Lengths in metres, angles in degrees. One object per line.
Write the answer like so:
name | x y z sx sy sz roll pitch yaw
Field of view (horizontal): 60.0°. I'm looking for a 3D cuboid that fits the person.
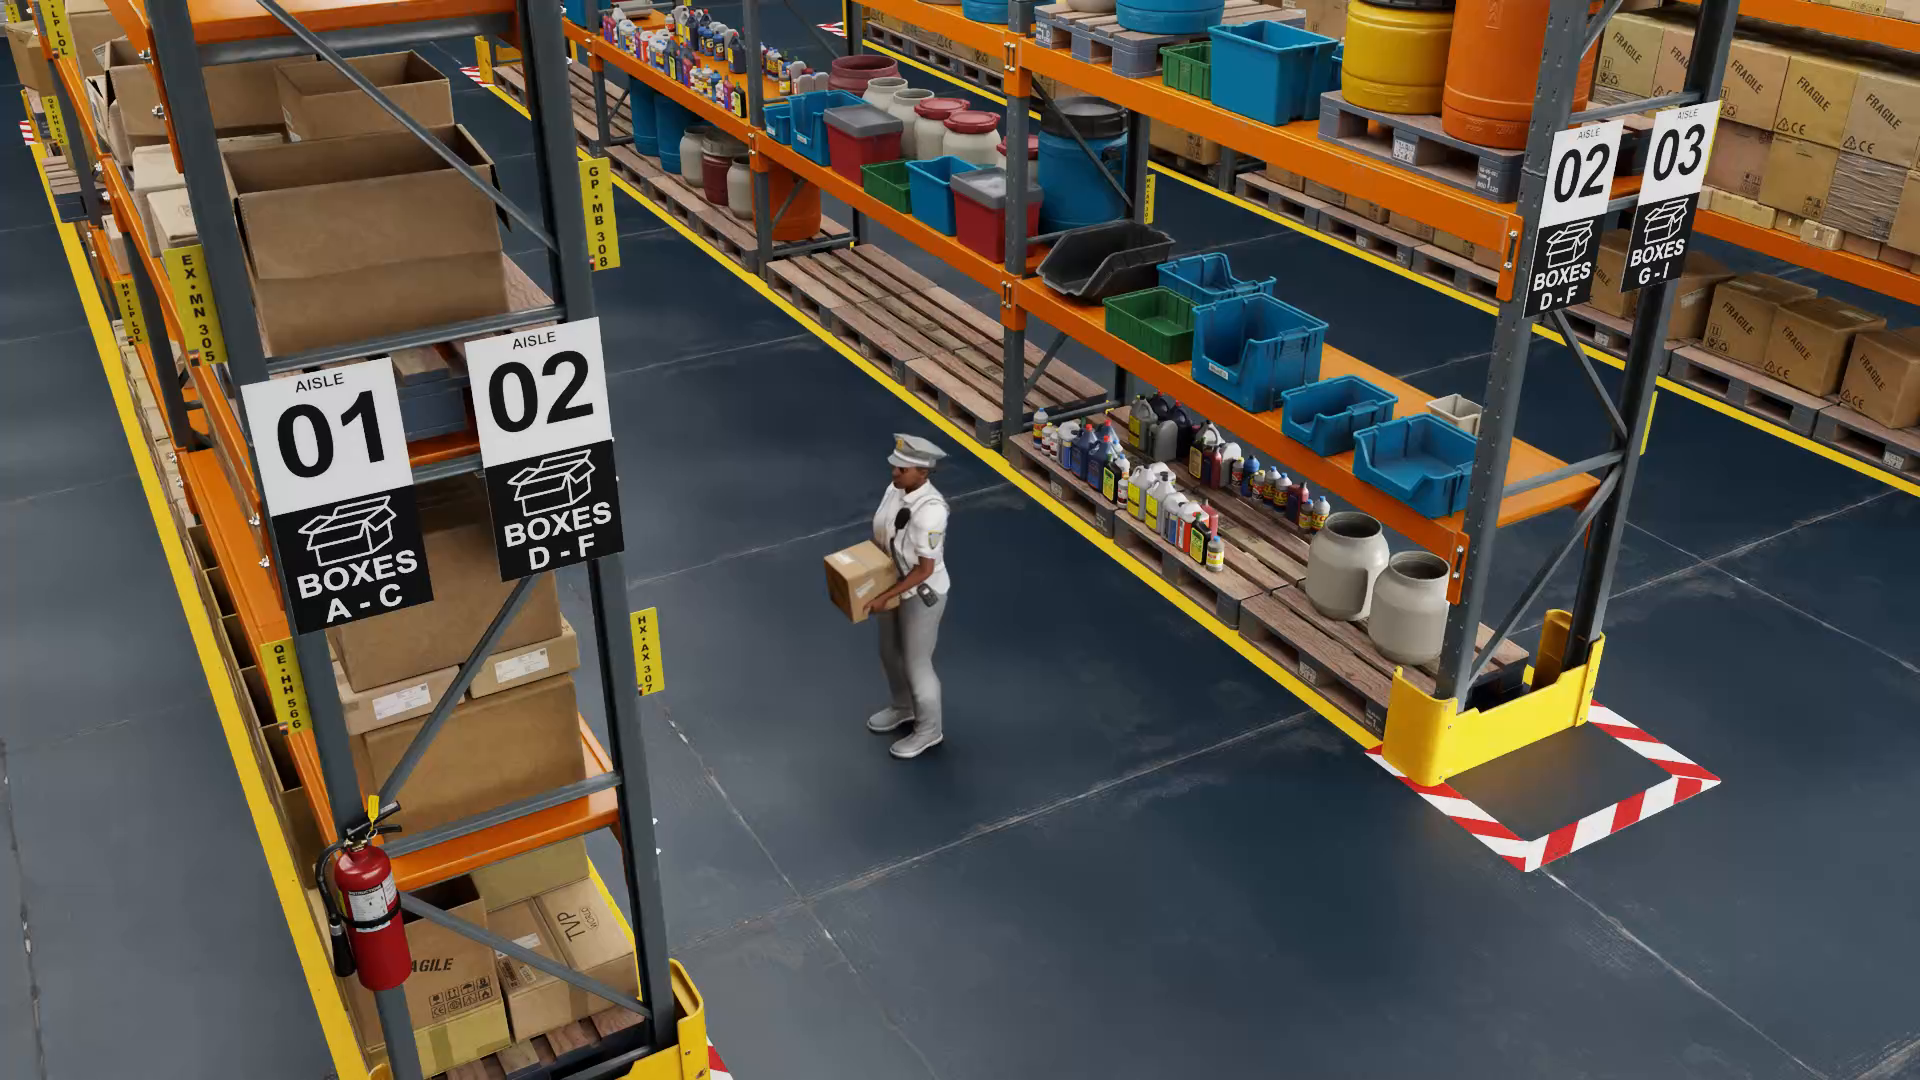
person | -0.311 0.267 8.044 0.508 1.692 0.464 -16 33 -26
